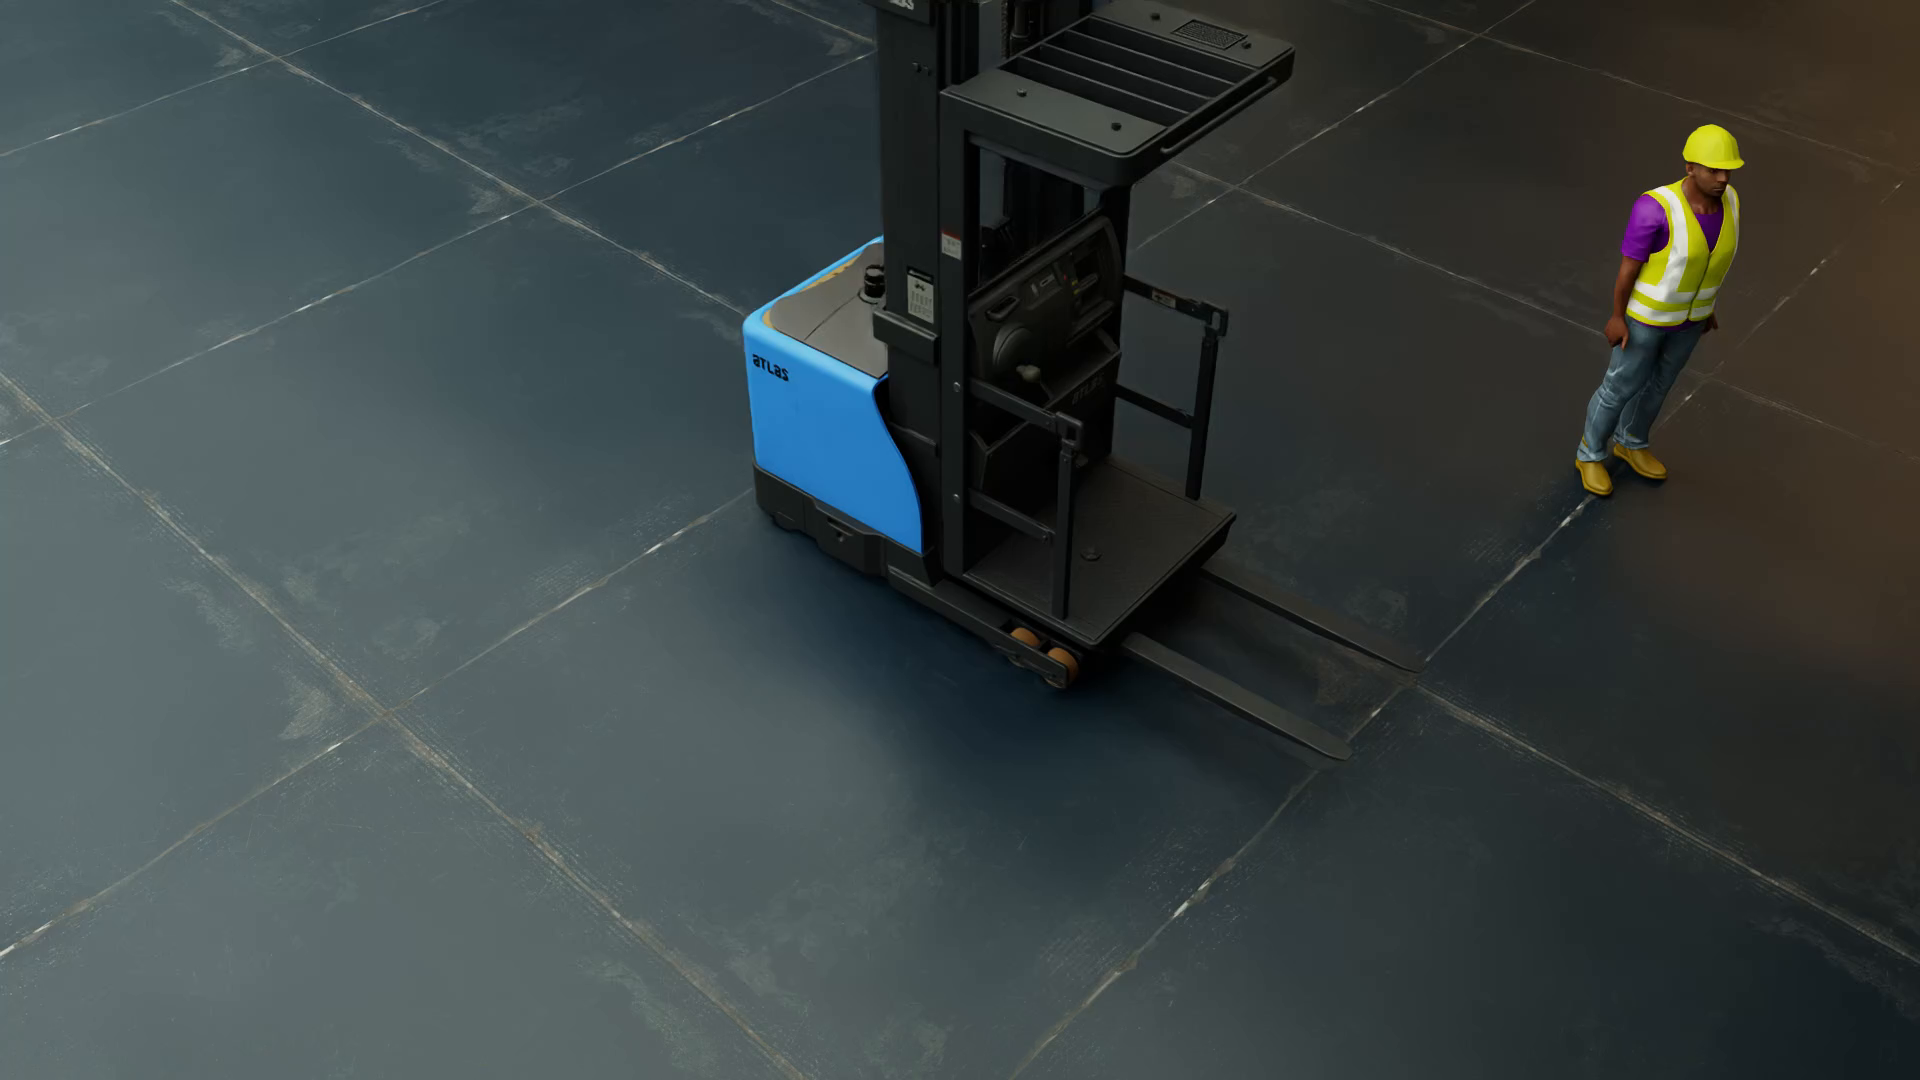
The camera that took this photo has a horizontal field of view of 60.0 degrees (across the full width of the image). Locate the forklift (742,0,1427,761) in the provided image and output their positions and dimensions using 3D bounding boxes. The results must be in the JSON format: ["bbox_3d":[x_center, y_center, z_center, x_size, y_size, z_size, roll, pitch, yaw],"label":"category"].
[{"bbox_3d":[0.509,-0.887,6.462,3.031,2.935,1.130,28,48,28],"label":"forklift"}]

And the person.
[{"bbox_3d":[3.193,-1.024,7.518,0.555,1.770,0.394,-13,42,-15],"label":"person"}]
